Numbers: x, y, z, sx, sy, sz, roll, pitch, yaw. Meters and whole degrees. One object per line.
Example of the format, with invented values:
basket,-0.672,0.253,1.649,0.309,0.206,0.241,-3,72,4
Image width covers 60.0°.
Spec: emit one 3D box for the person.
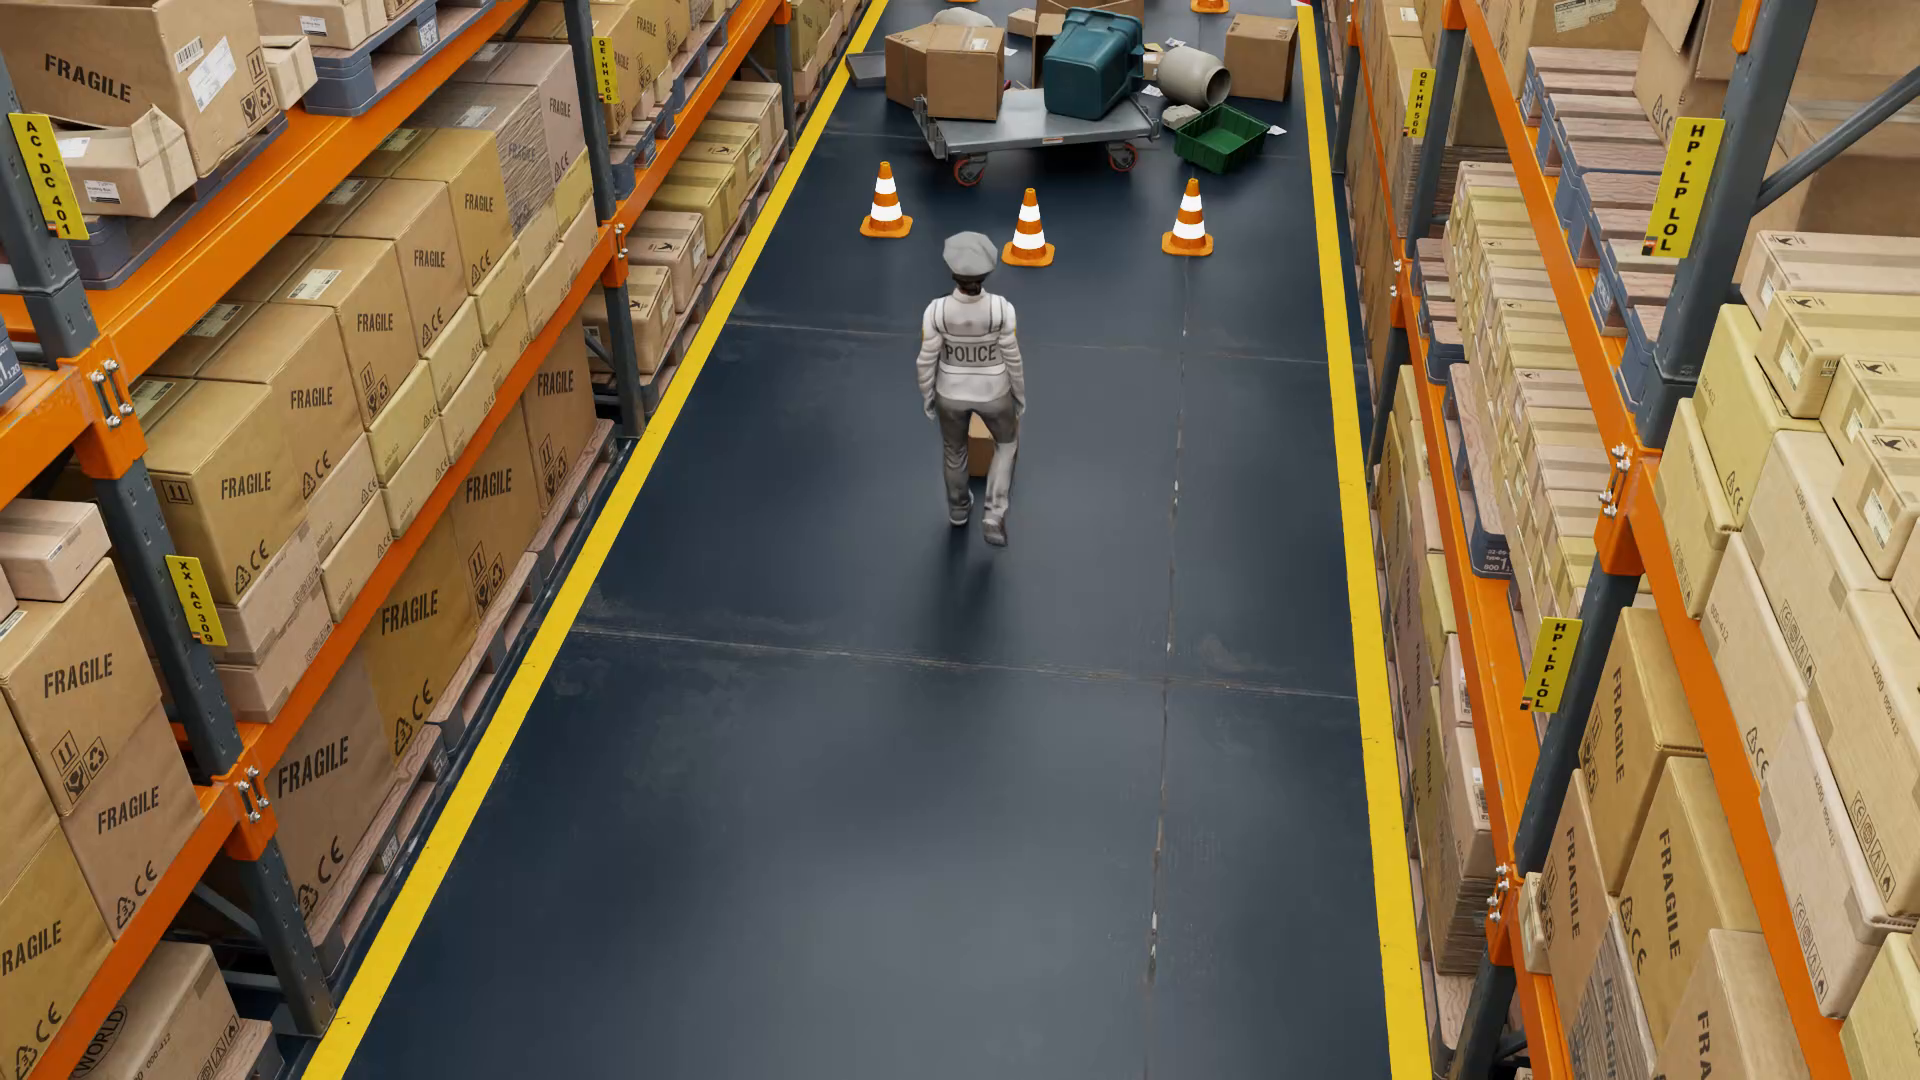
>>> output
person,0.058,-0.719,7.950,0.521,1.675,0.643,2,36,3
